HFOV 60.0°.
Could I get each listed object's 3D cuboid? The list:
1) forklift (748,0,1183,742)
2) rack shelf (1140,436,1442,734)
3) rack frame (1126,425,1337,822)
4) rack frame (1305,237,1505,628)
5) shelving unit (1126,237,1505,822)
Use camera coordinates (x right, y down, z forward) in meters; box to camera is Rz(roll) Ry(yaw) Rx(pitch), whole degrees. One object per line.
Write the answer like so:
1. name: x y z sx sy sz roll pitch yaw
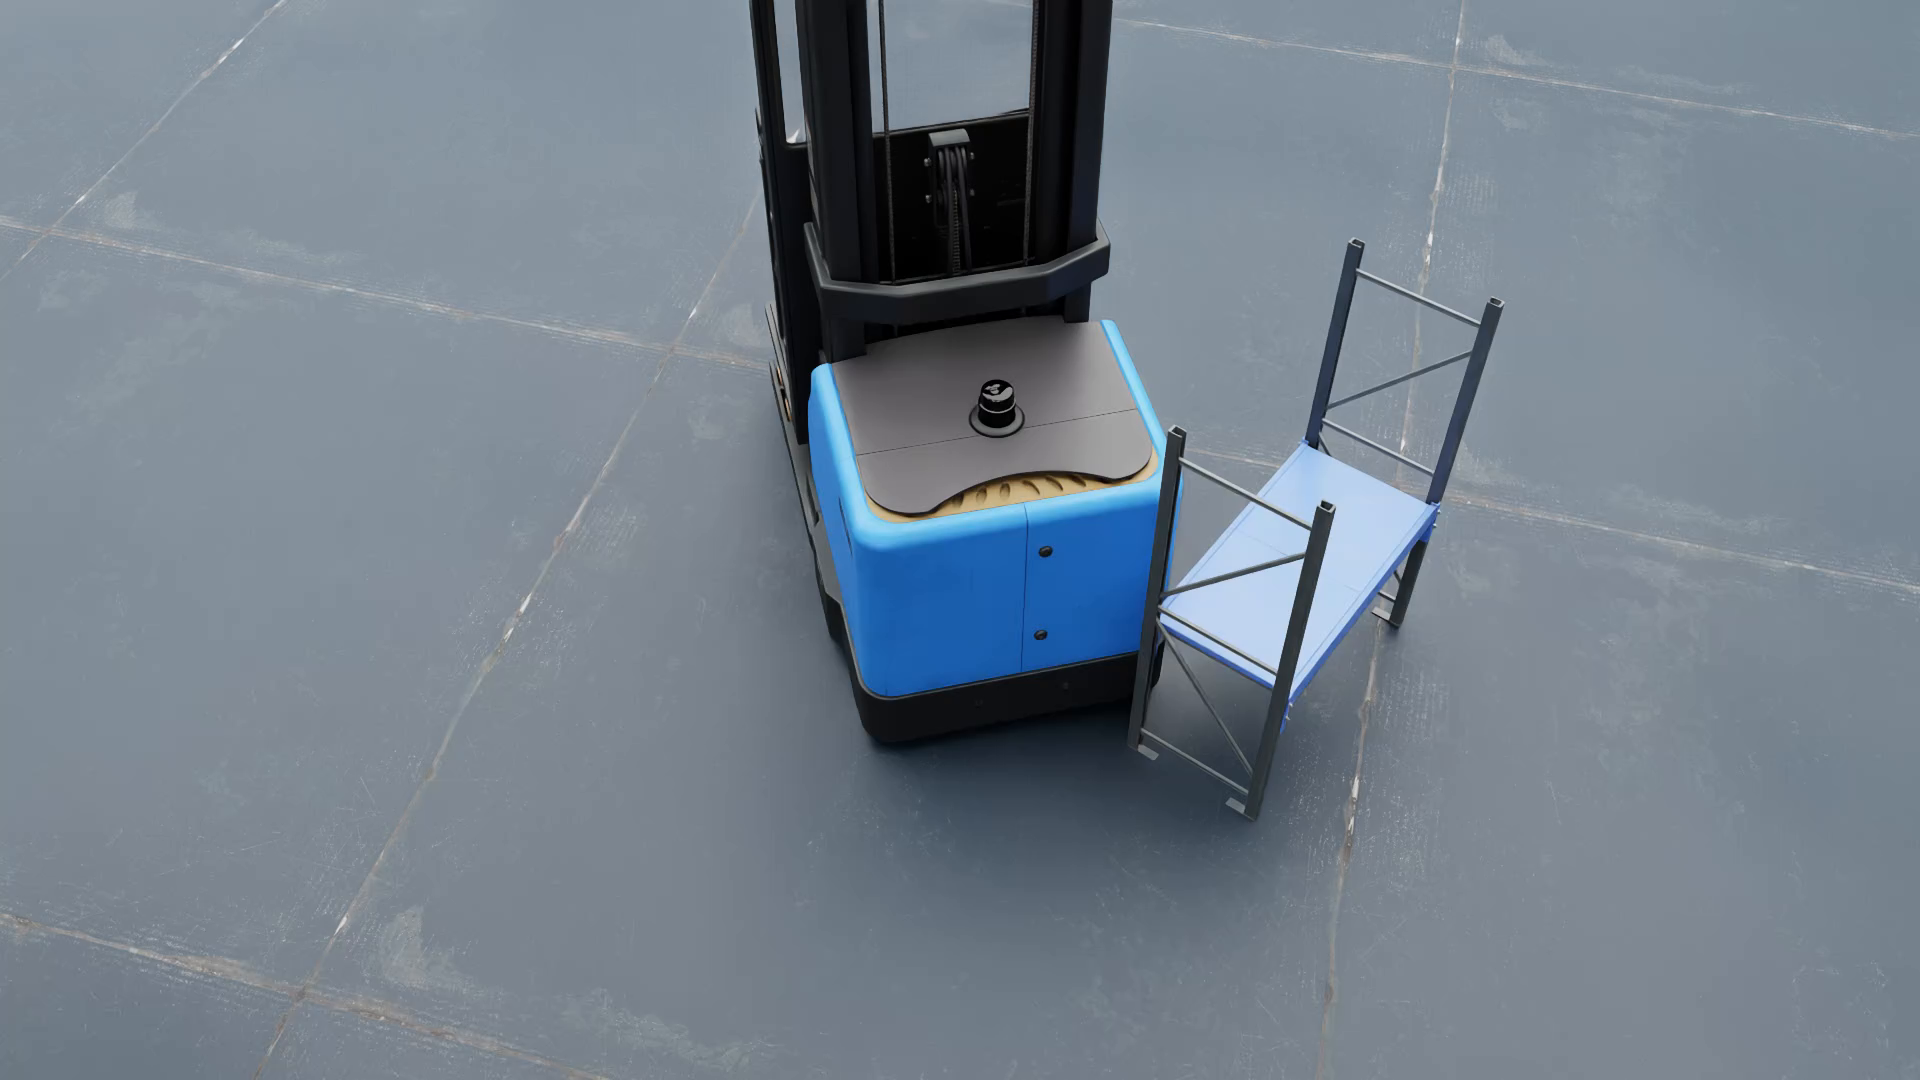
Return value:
1. forklift: -0.142 -1.425 5.553 1.130 2.935 3.031 -10 49 -9
2. rack shelf: 1.079 0.119 5.385 0.538 0.185 1.000 30 55 24
3. rack frame: 0.772 0.304 4.982 0.500 1.500 0.032 30 55 24
4. rack frame: 1.386 -0.304 5.518 0.500 1.500 0.032 30 55 24
5. shelving unit: 1.079 0.000 5.250 0.538 1.500 1.048 30 55 24
